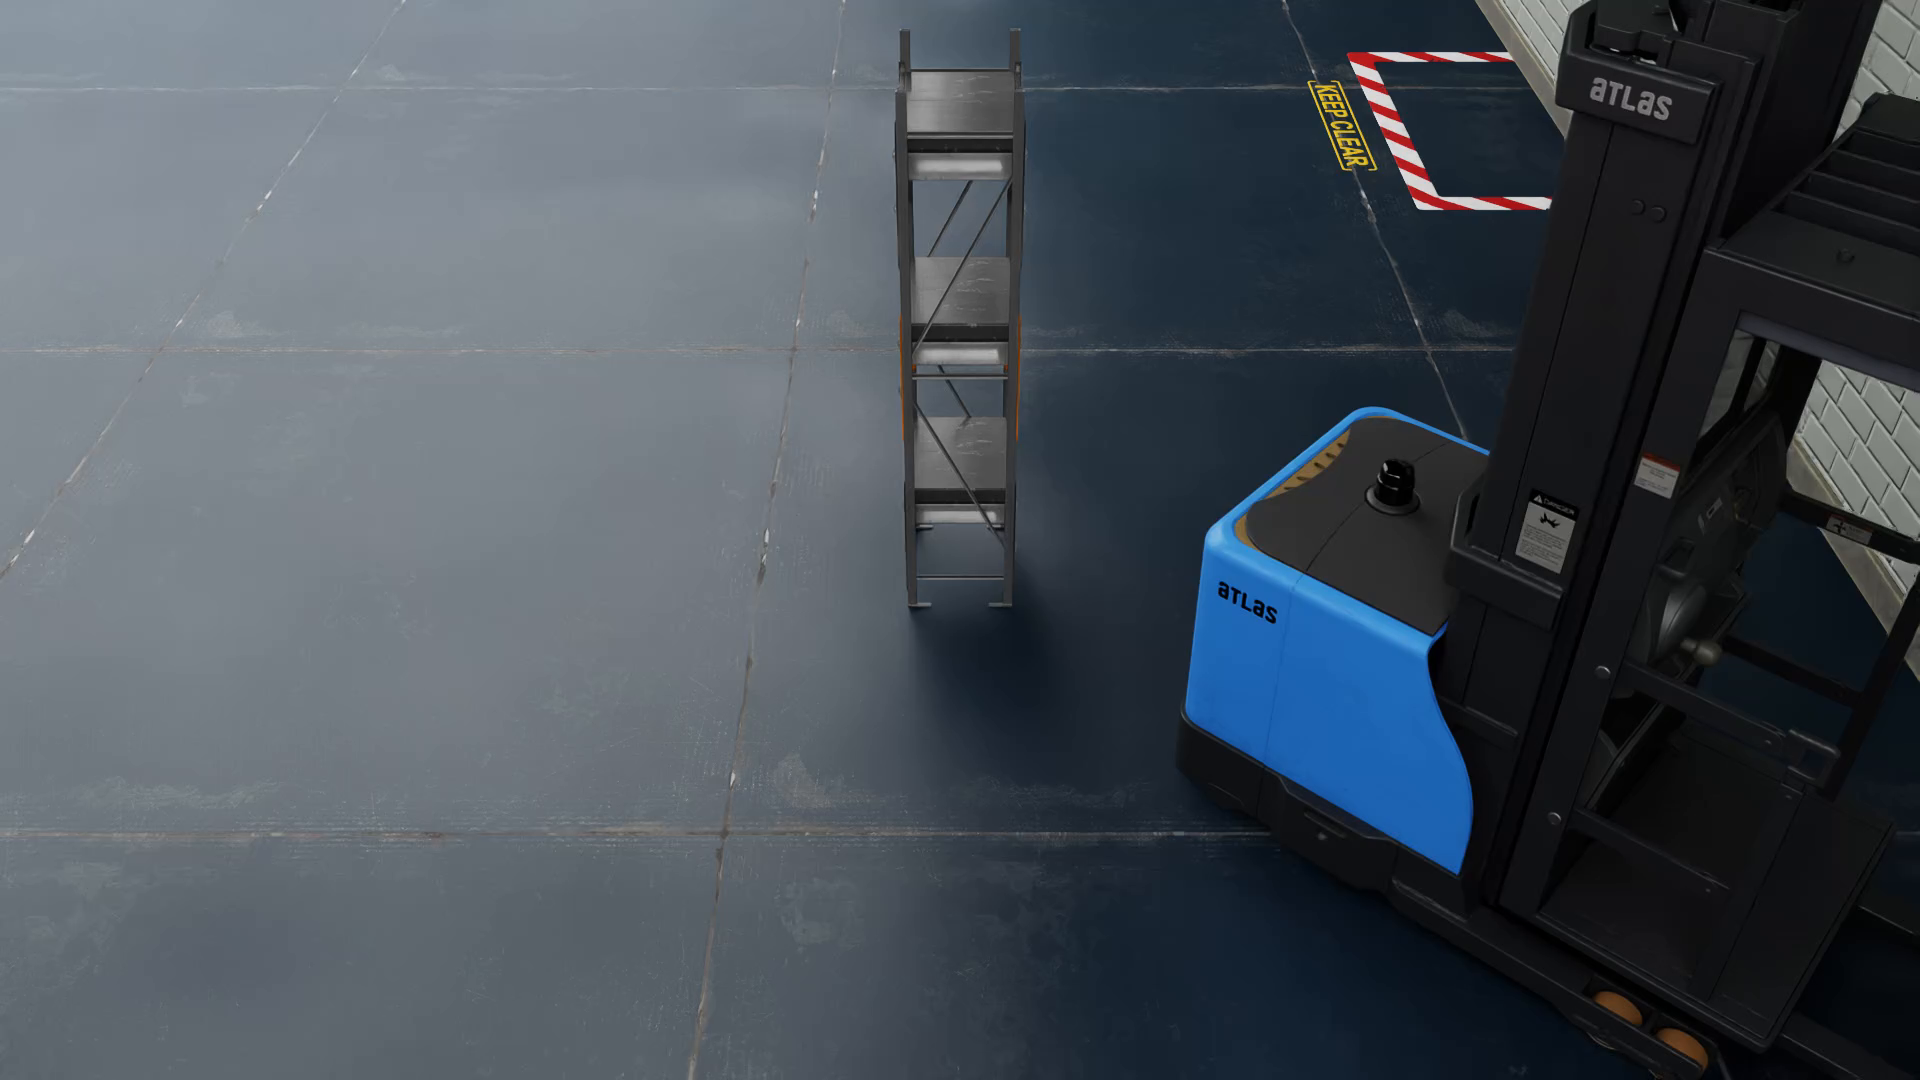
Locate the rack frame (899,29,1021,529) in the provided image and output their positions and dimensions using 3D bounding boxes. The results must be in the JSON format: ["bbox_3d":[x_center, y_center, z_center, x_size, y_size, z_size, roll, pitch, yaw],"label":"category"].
[{"bbox_3d":[0.000,-0.868,6.155,0.400,2.100,0.015,0,39,0],"label":"rack frame"}]

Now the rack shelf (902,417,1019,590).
[{"bbox_3d":[0.000,-0.159,6.410,0.431,0.518,0.480,0,39,0],"label":"rack shelf"}]

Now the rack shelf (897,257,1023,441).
[{"bbox_3d":[0.000,-0.705,5.973,0.431,0.518,0.480,0,39,0],"label":"rack shelf"}]

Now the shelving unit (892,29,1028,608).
[{"bbox_3d":[0.000,-0.716,5.964,0.431,2.100,0.503,0,39,0],"label":"shelving unit"}]

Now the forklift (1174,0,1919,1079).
[{"bbox_3d":[2.174,0.054,4.339,3.031,2.935,1.130,29,47,31],"label":"forklift"}]

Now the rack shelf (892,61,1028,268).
[{"bbox_3d":[0.000,-1.251,5.535,0.431,0.518,0.480,0,39,0],"label":"rack shelf"}]

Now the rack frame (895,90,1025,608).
[{"bbox_3d":[0.000,-0.563,5.774,0.400,2.100,0.015,0,39,0],"label":"rack frame"}]
